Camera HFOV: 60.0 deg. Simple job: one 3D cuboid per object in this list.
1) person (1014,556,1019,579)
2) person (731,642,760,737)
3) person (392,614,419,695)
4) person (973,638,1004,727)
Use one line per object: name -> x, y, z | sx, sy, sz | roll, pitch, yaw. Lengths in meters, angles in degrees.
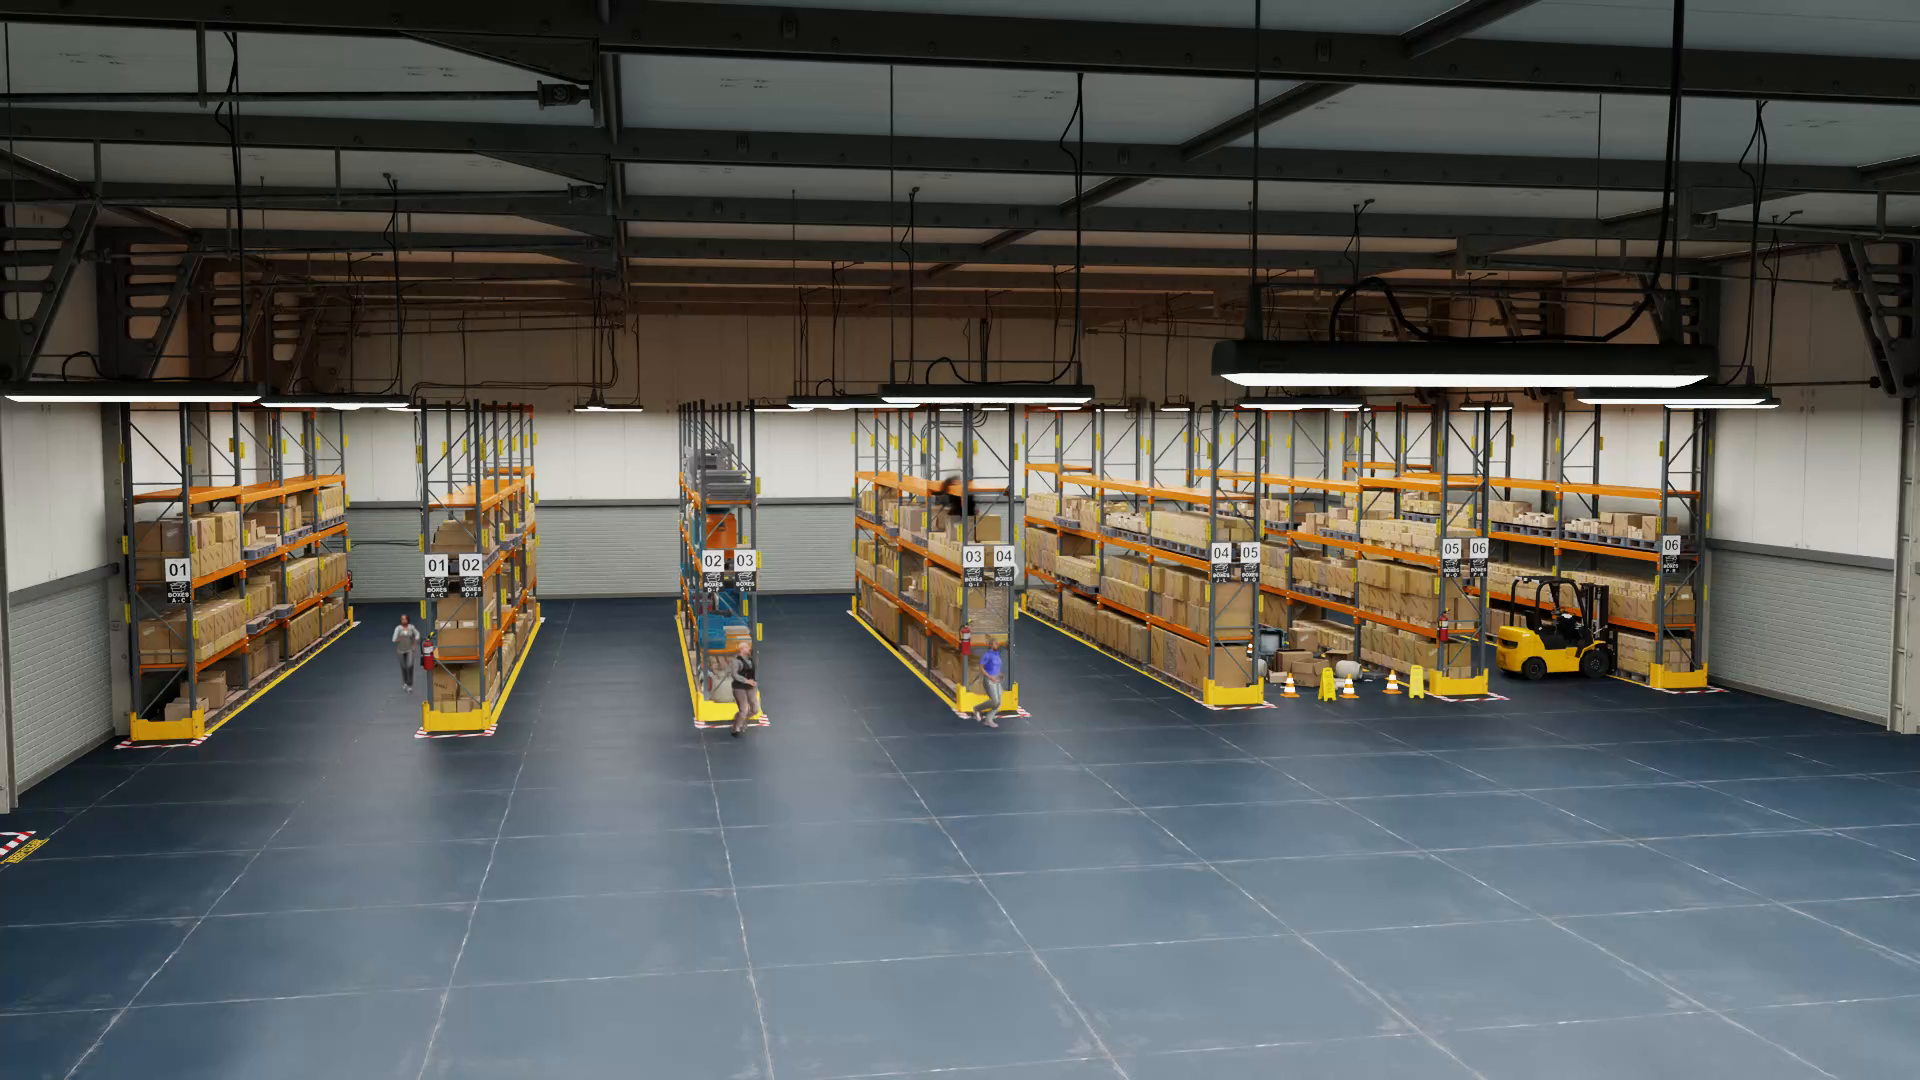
person -> 1.408, 1.180, 49.342 | 0.556, 1.638, 0.678 | -2, 5, -25
person -> -3.783, 2.654, 29.543 | 0.581, 1.684, 0.693 | 2, 5, 28
person -> -11.411, 2.336, 34.242 | 0.522, 1.639, 0.700 | -1, 4, -15
person -> 0.555, 2.617, 30.657 | 0.522, 1.612, 0.603 | 3, 5, 31
